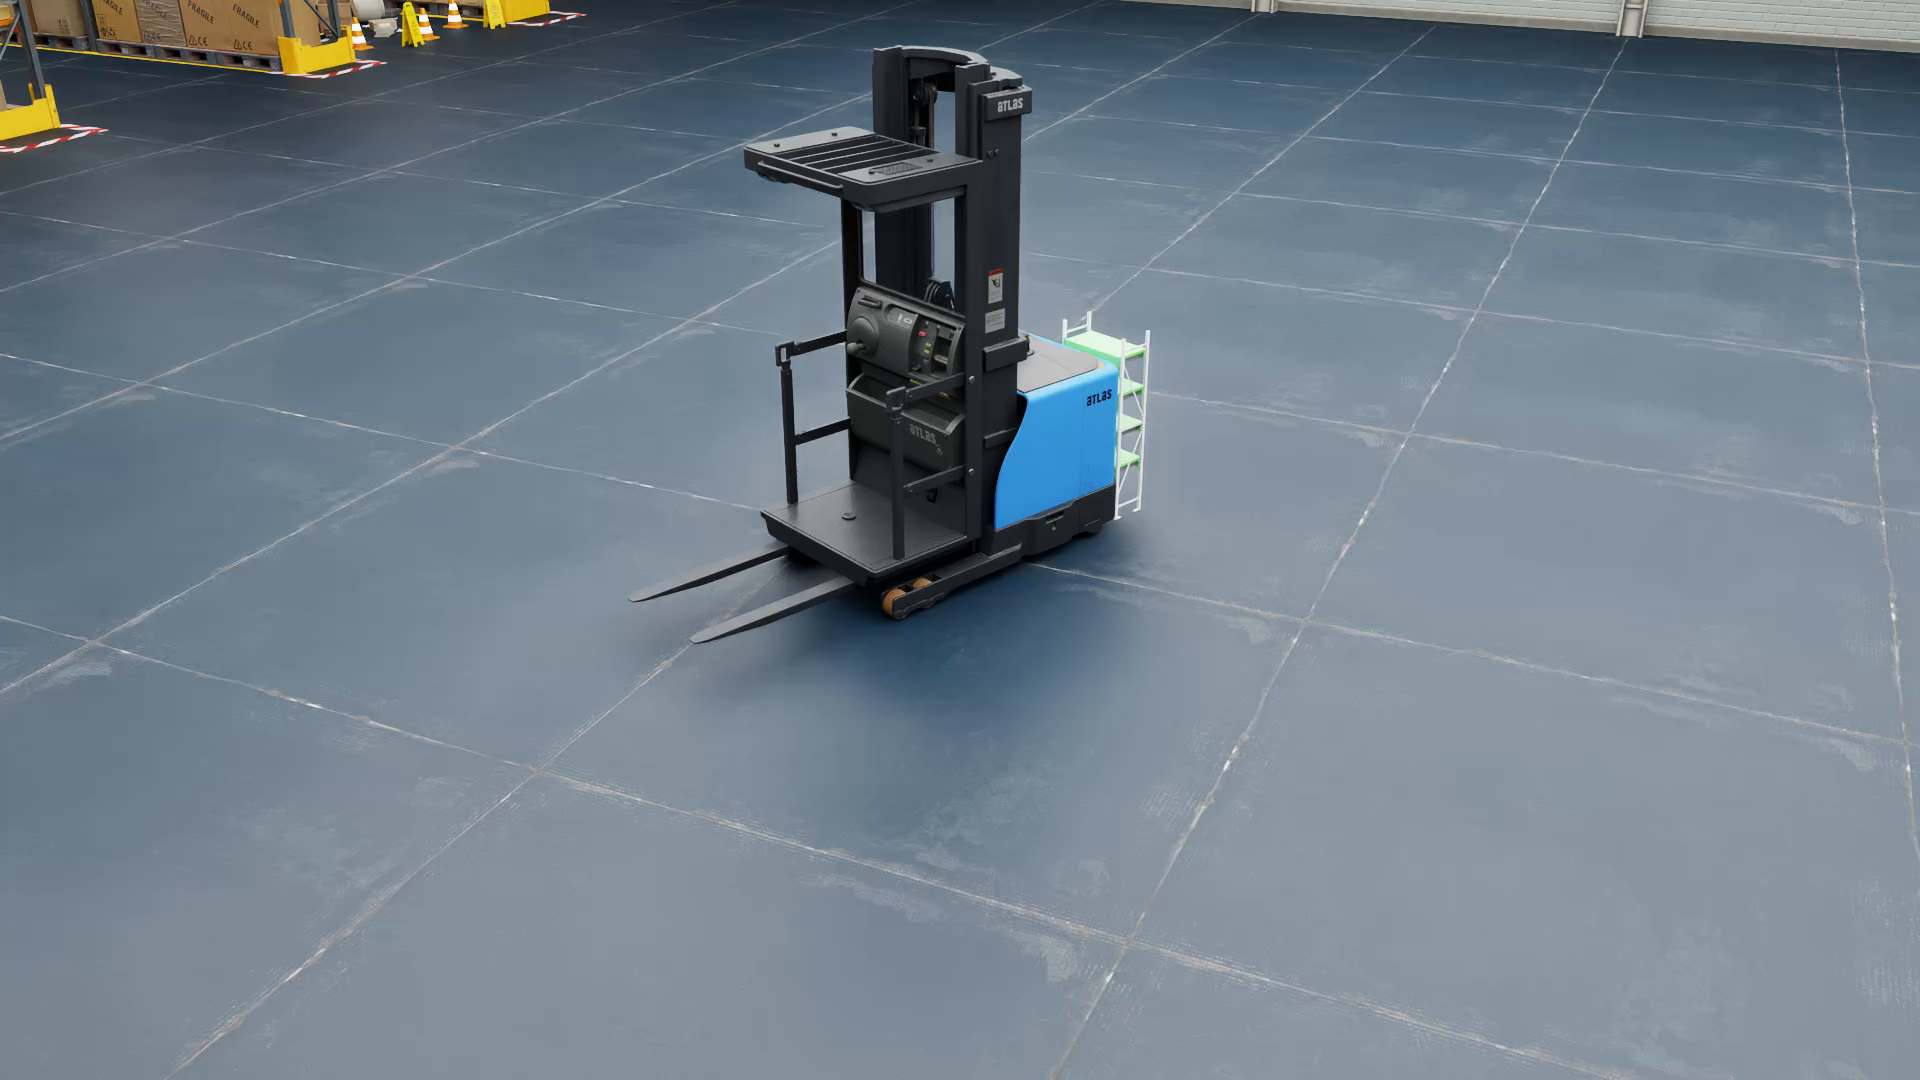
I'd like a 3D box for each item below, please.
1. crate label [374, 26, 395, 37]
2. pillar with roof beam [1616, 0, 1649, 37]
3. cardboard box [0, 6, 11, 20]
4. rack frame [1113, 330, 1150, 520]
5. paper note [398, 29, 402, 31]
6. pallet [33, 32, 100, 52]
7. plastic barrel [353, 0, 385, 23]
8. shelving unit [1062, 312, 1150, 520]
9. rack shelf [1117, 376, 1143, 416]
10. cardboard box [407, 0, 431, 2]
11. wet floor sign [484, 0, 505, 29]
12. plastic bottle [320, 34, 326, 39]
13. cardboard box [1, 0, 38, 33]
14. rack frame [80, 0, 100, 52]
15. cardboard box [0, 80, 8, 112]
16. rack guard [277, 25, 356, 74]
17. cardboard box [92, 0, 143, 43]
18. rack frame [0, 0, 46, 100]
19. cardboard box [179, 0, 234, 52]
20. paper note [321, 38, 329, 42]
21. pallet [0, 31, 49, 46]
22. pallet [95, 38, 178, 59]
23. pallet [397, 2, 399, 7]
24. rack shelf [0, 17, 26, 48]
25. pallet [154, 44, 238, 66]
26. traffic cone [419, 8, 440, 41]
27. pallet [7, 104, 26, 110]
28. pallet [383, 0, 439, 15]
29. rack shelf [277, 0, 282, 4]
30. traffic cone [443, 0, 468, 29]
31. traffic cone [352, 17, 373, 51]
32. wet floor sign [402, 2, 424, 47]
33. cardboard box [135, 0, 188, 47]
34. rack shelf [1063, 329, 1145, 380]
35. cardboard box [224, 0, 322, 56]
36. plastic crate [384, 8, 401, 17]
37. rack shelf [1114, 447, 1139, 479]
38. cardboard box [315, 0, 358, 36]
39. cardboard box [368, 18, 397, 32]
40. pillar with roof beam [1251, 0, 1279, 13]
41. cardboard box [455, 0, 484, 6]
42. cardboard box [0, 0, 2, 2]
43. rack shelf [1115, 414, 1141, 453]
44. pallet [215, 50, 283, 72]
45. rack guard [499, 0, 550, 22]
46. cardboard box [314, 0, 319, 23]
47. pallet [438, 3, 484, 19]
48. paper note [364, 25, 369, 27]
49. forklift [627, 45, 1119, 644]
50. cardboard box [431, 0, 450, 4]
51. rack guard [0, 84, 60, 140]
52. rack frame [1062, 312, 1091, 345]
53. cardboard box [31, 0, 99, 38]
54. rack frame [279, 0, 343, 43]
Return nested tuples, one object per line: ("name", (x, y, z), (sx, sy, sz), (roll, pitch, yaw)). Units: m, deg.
("crate label", (-9.225, -8.157, 26.662), (0.298, 0.136, 0.250), (-2, 26, -5))
("pillar with roof beam", (8.986, -10.426, 21.239), (0.400, 9.000, 9.100), (11, 28, 22))
("cardboard box", (-11.671, -6.321, 19.977), (0.250, 0.149, 0.380), (11, 28, 22))
("rack frame", (1.063, -0.701, 10.315), (0.240, 1.200, 0.015), (-22, 34, -38))
("paper note", (-9.092, -8.311, 27.096), (0.142, 0.019, 0.148), (2, 26, 4))
("pallet", (-13.740, -7.853, 25.961), (1.213, 0.211, 1.003), (11, 28, 22))
("plastic barrel", (-9.915, -8.884, 27.814), (0.512, 0.421, 0.421), (-12, 29, -23))
("shelving unit", (0.897, -0.780, 10.475), (0.258, 1.200, 0.503), (-22, 34, -38))
("rack shelf", (0.897, -0.938, 10.398), (0.258, 0.148, 0.480), (-22, 34, -38))
("cardboard box", (-9.202, -9.456, 28.698), (0.500, 0.250, 0.500), (10, 28, 20))
("wet floor sign", (-7.678, -8.749, 27.290), (0.232, 0.644, 0.267), (23, 35, 39))
("plastic bottle", (-10.264, -8.027, 26.485), (0.283, 0.061, 0.133), (2, 26, 4))
("cardboard box", (-14.485, -8.427, 26.043), (0.750, 0.750, 1.050), (11, 28, 22))
("rack frame", (-13.006, -8.993, 25.120), (0.127, 3.000, 1.000), (11, 28, 22))
("cardboard box", (-12.071, -5.474, 20.326), (0.500, 0.500, 0.500), (17, 31, 31))
("rack guard", (-9.343, -7.136, 24.178), (0.348, 0.500, 1.175), (11, 28, 22))
("cardboard box", (-12.463, -8.085, 25.206), (0.875, 0.875, 0.875), (12, 29, 23))
("rack frame", (-11.510, -6.286, 19.621), (0.127, 3.000, 1.000), (11, 28, 22))
("cardboard box", (-10.811, -7.754, 24.534), (0.875, 0.875, 0.875), (11, 28, 21))
("paper note", (-10.052, -7.891, 26.244), (0.142, 0.017, 0.144), (23, 35, 39))
("pallet", (-14.854, -8.075, 26.413), (1.213, 0.211, 1.003), (11, 28, 22))
("pallet", (-12.346, -7.572, 25.390), (1.213, 0.211, 1.003), (11, 28, 22))
("pallet", (-10.423, -9.642, 29.596), (1.213, 0.211, 1.003), (11, 28, 22))
("rack shelf", (-13.331, -6.329, 20.523), (4.000, 0.370, 1.077), (11, 28, 22))
("pallet", (-11.232, -7.349, 24.938), (1.213, 0.211, 1.003), (11, 28, 22))
("traffic cone", (-8.483, -8.184, 26.348), (0.334, 0.463, 0.336), (11, 28, 22))
("pallet", (-12.304, -5.211, 20.596), (1.213, 0.211, 1.003), (11, 28, 22))
("pallet", (-9.308, -9.420, 29.144), (1.213, 0.211, 1.003), (11, 28, 22))
("rack shelf", (-11.185, -8.305, 24.536), (4.000, 0.370, 1.077), (11, 28, 22))
("traffic cone", (-8.333, -8.692, 27.381), (0.334, 0.463, 0.336), (11, 28, 22))
("traffic cone", (-9.260, -7.792, 25.552), (0.334, 0.463, 0.336), (11, 28, 22))
("wet floor sign", (-8.519, -7.996, 25.761), (0.232, 0.644, 0.267), (6, 27, 13))
("cardboard box", (-11.640, -7.922, 24.874), (0.875, 0.875, 0.875), (12, 28, 22))
("rack shelf", (0.897, -1.153, 10.292), (0.258, 0.148, 0.480), (-22, 34, -38))
("cardboard box", (-10.010, -7.594, 24.209), (0.875, 0.875, 0.875), (12, 28, 22))
("plastic crate", (-9.959, -9.075, 28.592), (0.583, 0.080, 0.402), (2, 26, 4))
("rack shelf", (0.897, -0.507, 10.610), (0.258, 0.148, 0.480), (-22, 34, -38))
("cardboard box", (-10.055, -8.454, 26.851), (0.637, 0.503, 0.797), (-7, 27, -14))
("cardboard box", (-9.436, -8.419, 27.181), (0.380, 0.149, 0.250), (-18, 31, -31))
("pillar with roof beam", (3.524, -11.523, 23.467), (0.400, 9.000, 9.100), (11, 28, 22))
("cardboard box", (-8.277, -9.269, 28.319), (0.500, 0.250, 0.500), (11, 28, 22))
("cardboard box", (-11.999, -6.576, 19.760), (0.500, 0.500, 0.875), (11, 28, 22))
("rack shelf", (0.897, -0.722, 10.504), (0.258, 0.148, 0.480), (-22, 34, -38))
("pallet", (-10.125, -7.125, 24.484), (1.213, 0.211, 1.003), (11, 28, 22))
("rack guard", (-7.477, -9.163, 28.295), (0.348, 0.500, 1.175), (11, 28, 22))
("cardboard box", (-10.909, -8.682, 27.161), (0.503, 0.637, 0.797), (11, 28, 22))
("pallet", (-8.202, -9.196, 28.690), (1.213, 0.211, 1.003), (11, 28, 22))
("paper note", (-9.803, -8.521, 27.536), (0.142, 0.019, 0.148), (23, 35, 39))
("forklift", (-0.470, -1.131, 9.229), (3.031, 2.935, 1.130), (-21, 33, -37))
("cardboard box", (-8.723, -9.363, 28.509), (0.500, 0.250, 0.500), (11, 28, 22))
("rack guard", (-11.579, -5.178, 20.202), (0.348, 0.500, 1.175), (11, 28, 22))
("rack frame", (0.732, -0.859, 10.636), (0.240, 1.200, 0.015), (-22, 34, -38))
("cardboard box", (-13.608, -8.250, 25.681), (0.750, 0.750, 1.050), (11, 28, 22))
("rack frame", (-9.365, -8.262, 23.635), (0.127, 3.000, 1.000), (11, 28, 22))
